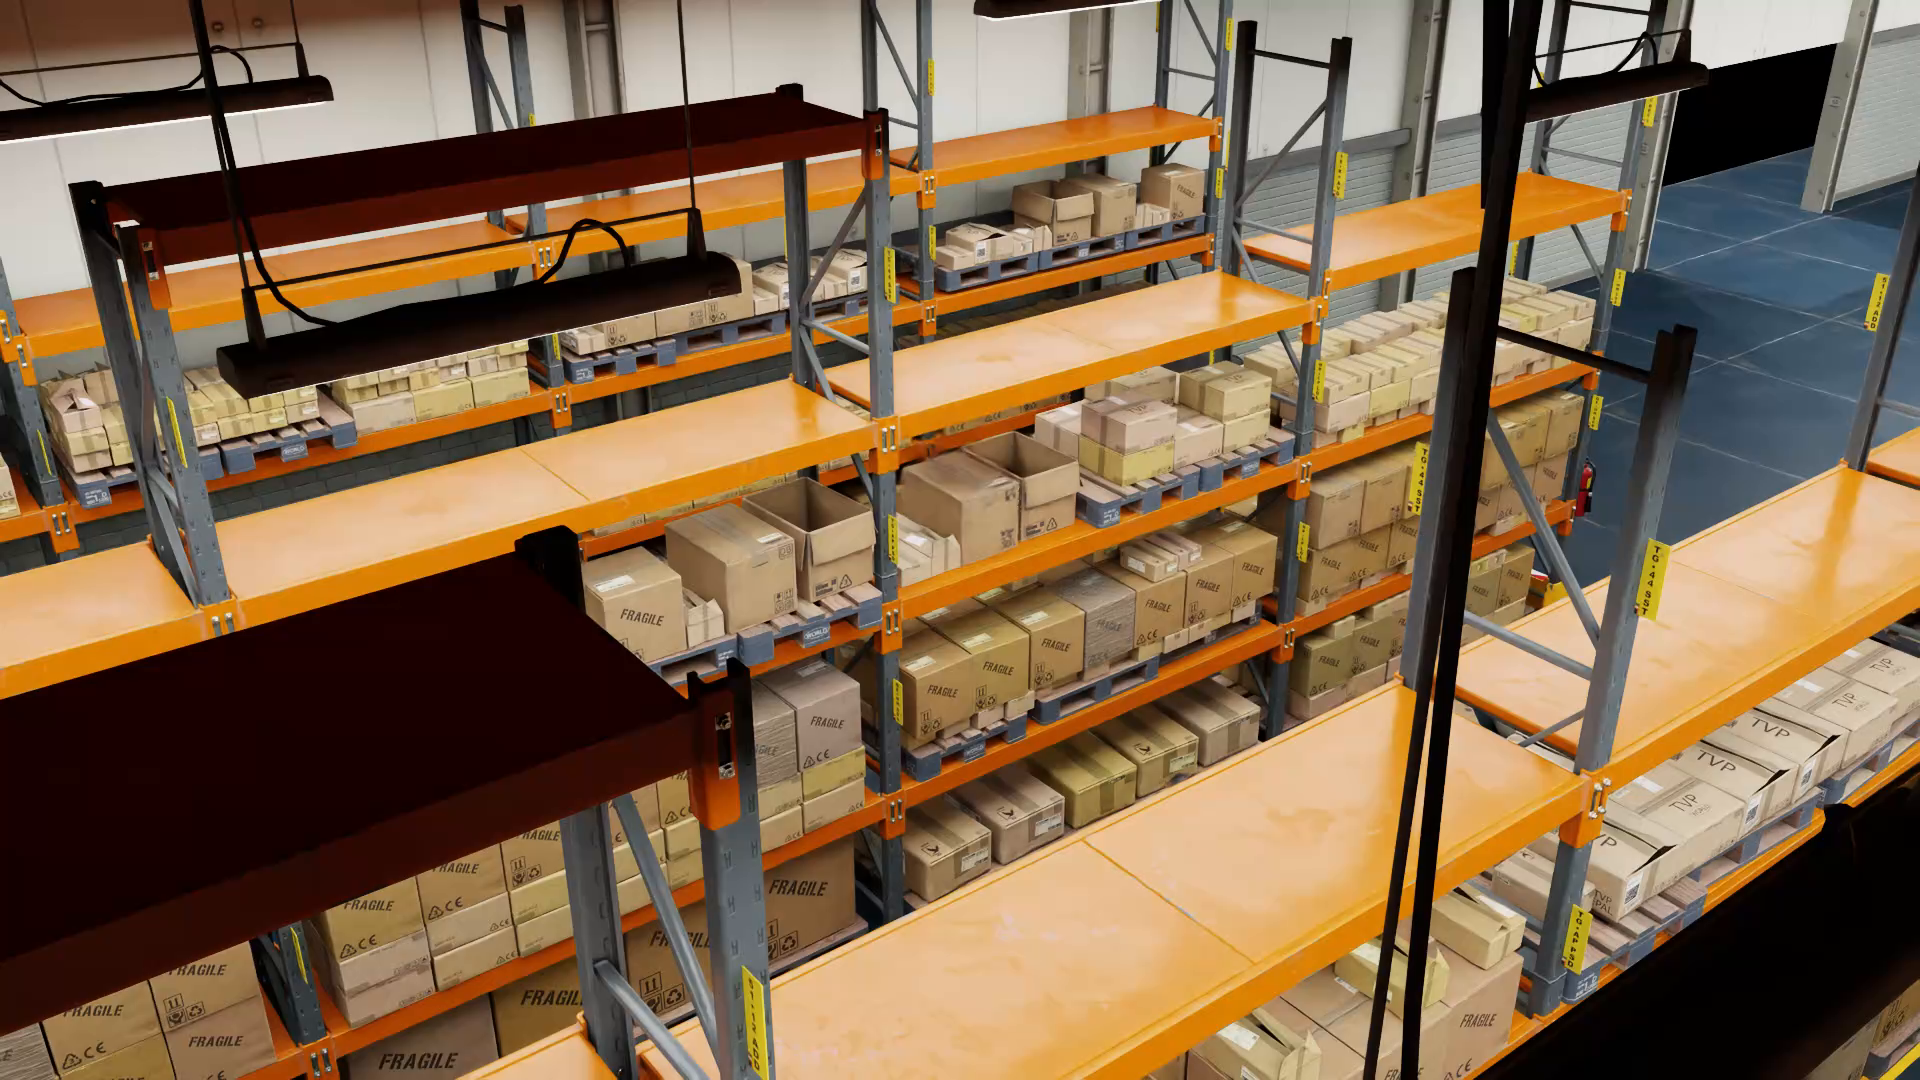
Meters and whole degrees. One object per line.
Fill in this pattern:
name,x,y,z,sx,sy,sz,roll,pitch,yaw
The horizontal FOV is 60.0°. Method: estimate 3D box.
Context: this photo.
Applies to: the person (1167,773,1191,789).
person,1.515,2.277,11.206,0.509,1.646,0.491,-20,33,-35
